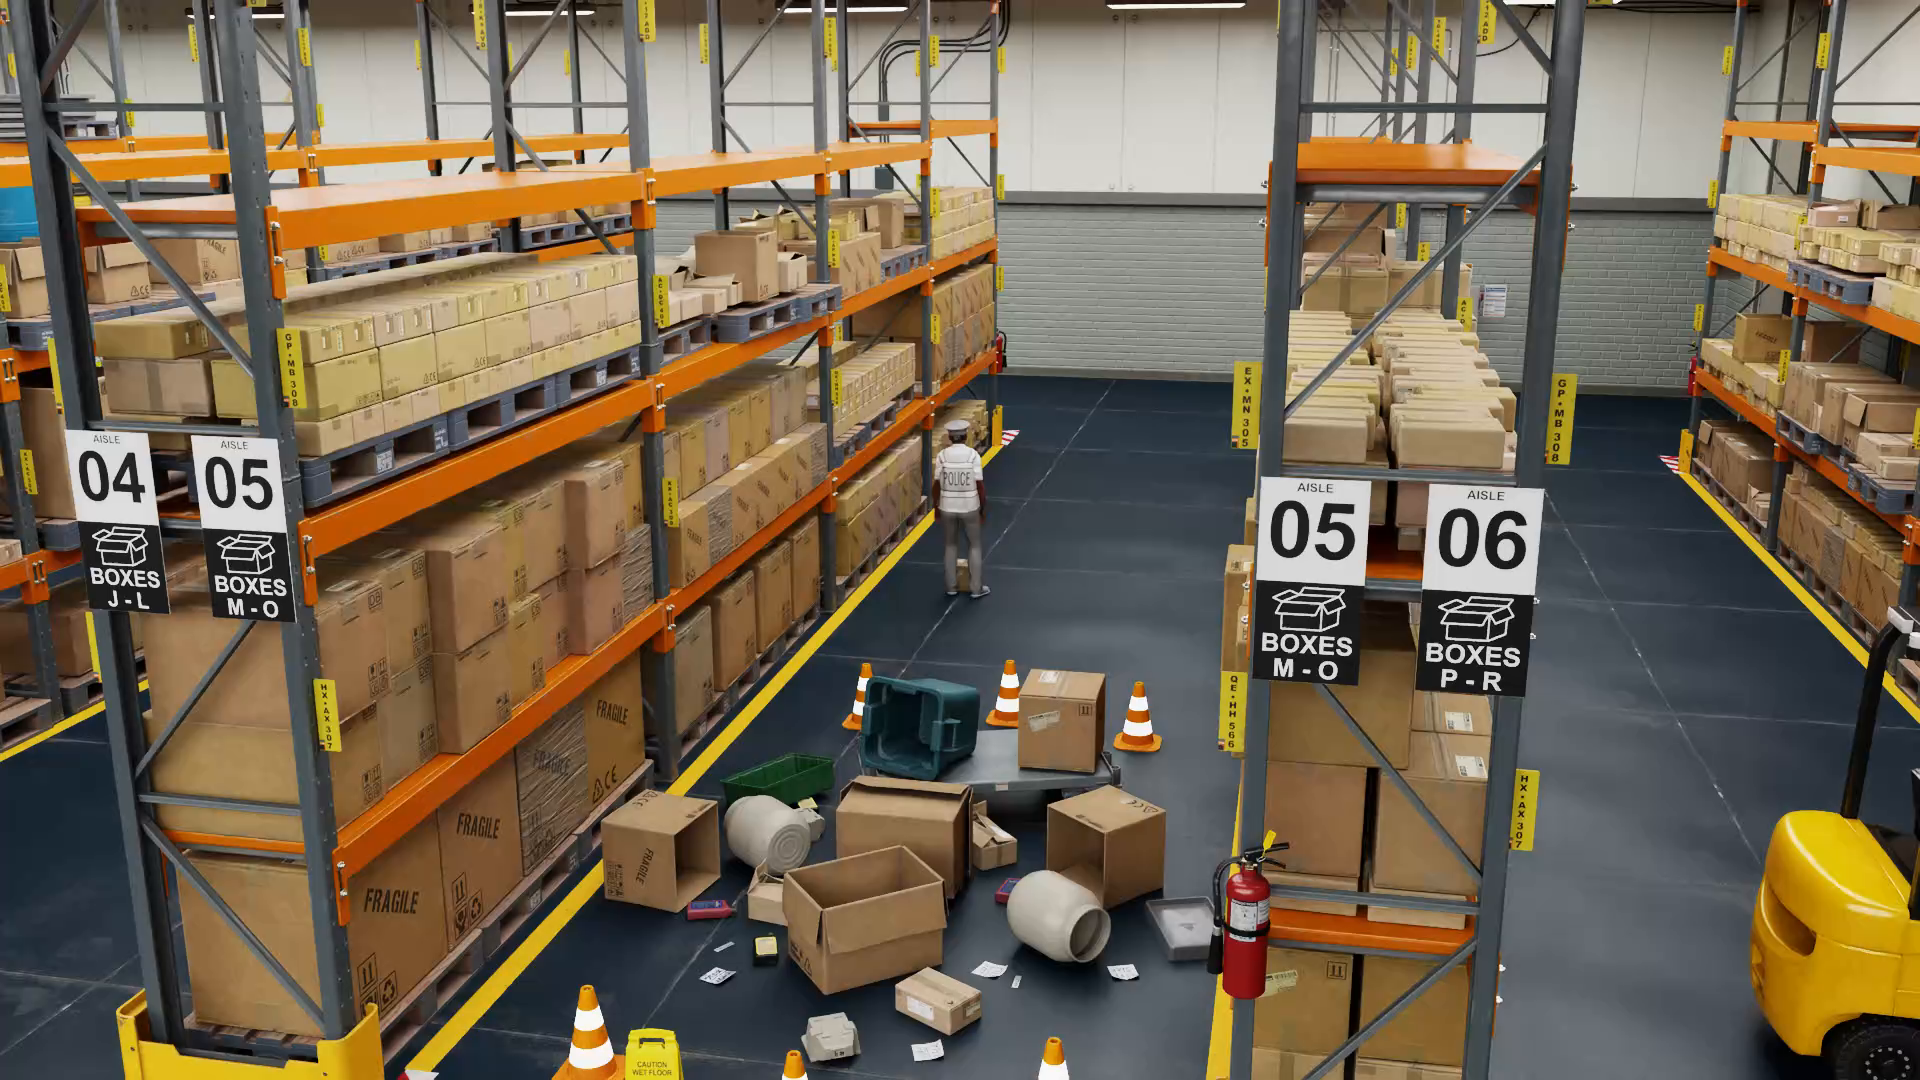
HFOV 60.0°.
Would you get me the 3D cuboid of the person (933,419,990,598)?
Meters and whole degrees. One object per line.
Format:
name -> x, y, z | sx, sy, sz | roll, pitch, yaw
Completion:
person -> 0.011, -0.285, 15.595 | 0.526, 1.658, 0.427 | 2, 15, 8
